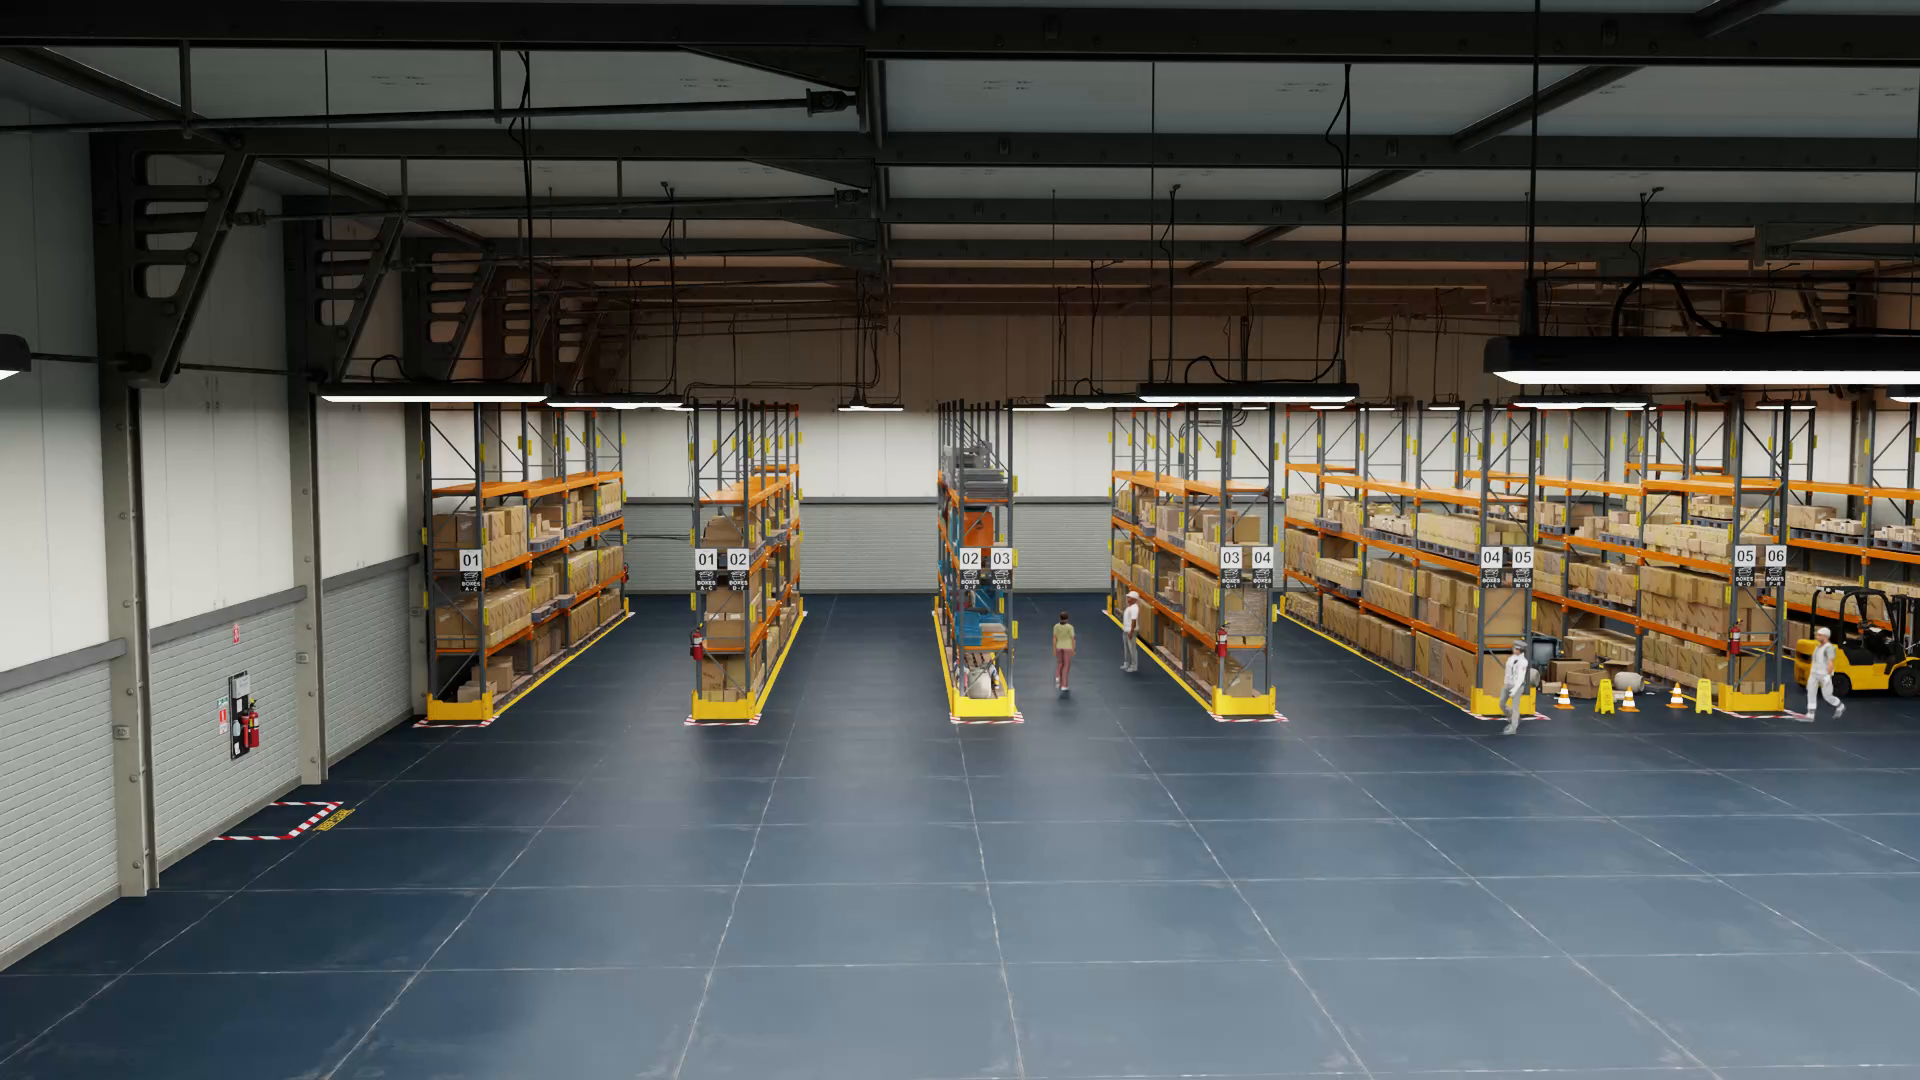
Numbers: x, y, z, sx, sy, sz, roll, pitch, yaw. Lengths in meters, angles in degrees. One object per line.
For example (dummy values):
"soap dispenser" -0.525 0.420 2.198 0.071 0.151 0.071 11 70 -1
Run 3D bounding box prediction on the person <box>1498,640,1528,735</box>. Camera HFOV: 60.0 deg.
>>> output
"person" 9.869 2.634 29.738 0.485 1.690 0.553 -2 5 -24

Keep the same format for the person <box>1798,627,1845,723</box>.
"person" 16.000 2.503 30.780 0.898 1.774 0.508 -2 5 -24

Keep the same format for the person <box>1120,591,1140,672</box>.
"person" 3.802 2.021 37.016 0.426 1.768 0.620 -1 5 -18

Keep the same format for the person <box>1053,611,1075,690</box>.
"person" 2.171 2.271 34.309 0.460 1.654 0.457 3 5 31
